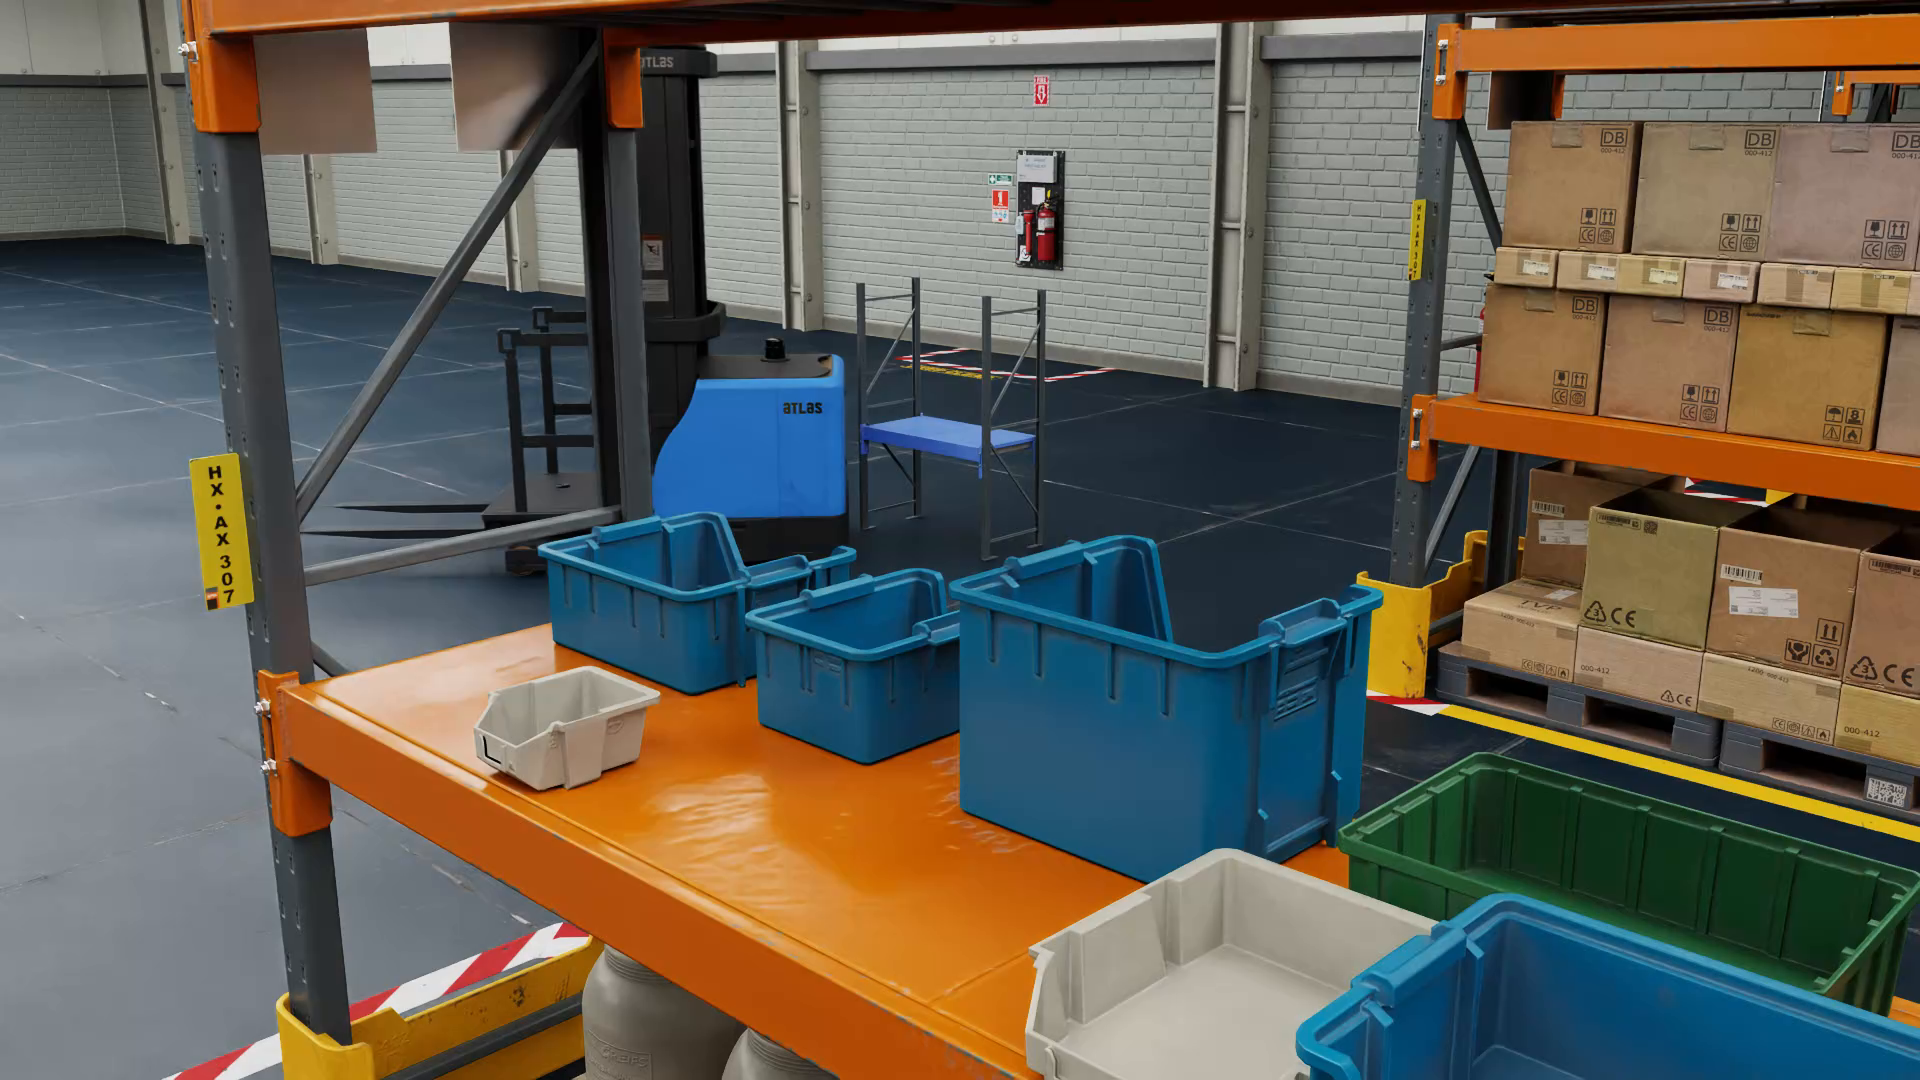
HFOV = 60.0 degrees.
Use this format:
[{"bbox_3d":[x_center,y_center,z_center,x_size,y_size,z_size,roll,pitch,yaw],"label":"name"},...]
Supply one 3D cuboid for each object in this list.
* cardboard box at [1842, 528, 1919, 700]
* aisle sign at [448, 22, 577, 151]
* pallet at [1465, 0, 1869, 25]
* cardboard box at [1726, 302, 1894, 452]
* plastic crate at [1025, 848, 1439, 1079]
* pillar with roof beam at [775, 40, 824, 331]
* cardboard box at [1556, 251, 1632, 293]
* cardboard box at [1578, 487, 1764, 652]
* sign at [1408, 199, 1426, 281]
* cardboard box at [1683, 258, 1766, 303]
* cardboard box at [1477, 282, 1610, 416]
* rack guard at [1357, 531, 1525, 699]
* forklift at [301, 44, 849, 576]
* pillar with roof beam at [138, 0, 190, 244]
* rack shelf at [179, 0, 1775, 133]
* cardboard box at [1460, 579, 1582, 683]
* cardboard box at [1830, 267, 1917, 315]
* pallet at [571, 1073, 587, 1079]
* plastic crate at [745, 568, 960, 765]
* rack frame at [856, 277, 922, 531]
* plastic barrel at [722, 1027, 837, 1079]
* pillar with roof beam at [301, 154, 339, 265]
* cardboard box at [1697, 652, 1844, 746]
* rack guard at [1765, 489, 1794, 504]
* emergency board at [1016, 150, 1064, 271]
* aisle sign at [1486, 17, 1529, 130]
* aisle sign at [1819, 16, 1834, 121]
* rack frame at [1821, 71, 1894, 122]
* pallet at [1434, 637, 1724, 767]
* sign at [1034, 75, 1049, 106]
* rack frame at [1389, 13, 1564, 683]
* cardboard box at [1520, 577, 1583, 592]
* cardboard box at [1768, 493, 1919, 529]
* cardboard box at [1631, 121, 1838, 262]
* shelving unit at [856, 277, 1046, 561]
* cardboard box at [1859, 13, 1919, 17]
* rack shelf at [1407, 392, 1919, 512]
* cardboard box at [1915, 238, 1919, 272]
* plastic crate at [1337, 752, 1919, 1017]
[{"bbox_3d":[3.584,0.281,6.036,0.500,0.500,0.500,14,20,42],"label":"cardboard box"},{"bbox_3d":[-1.012,-1.306,3.841,0.004,0.787,0.394,14,20,42],"label":"aisle sign"},{"bbox_3d":[2.765,-2.161,6.501,1.213,0.211,1.003,14,20,42],"label":"pallet"},{"bbox_3d":[3.336,-0.666,6.339,0.500,0.500,0.700,14,20,43],"label":"cardboard box"},{"bbox_3d":[0.368,0.608,2.174,0.437,0.136,0.530,14,20,42],"label":"plastic crate"},{"bbox_3d":[-4.813,-6.036,15.252,0.400,9.000,9.100,14,20,42],"label":"pillar with roof beam"},{"bbox_3d":[2.599,-1.089,6.678,0.250,0.149,0.380,13,19,41],"label":"cardboard box"},{"bbox_3d":[2.867,0.106,6.711,0.500,0.500,0.500,14,20,42],"label":"cardboard box"},{"bbox_3d":[1.885,-1.238,6.860,0.005,0.325,0.100,14,20,42],"label":"sign"},{"bbox_3d":[2.958,-1.001,6.338,0.250,0.149,0.380,13,20,41],"label":"cardboard box"},{"bbox_3d":[2.601,-0.845,7.026,0.500,0.500,0.700,14,20,42],"label":"cardboard box"},{"bbox_3d":[2.257,0.325,7.693,0.348,0.500,1.175,14,20,42],"label":"rack guard"},{"bbox_3d":[-2.167,-1.355,9.319,3.031,2.935,1.130,-1,15,-3],"label":"forklift"},{"bbox_3d":[-17.770,-9.187,27.342,0.400,9.000,9.100,14,20,42],"label":"pillar with roof beam"},{"bbox_3d":[0.273,-0.735,2.282,4.000,0.370,1.077,14,20,42],"label":"rack shelf"},{"bbox_3d":[2.506,0.381,7.140,0.500,0.250,0.500,14,20,42],"label":"cardboard box"},{"bbox_3d":[3.336,-0.910,5.990,0.250,0.149,0.380,13,20,41],"label":"cardboard box"},{"bbox_3d":[-0.498,1.515,3.697,1.213,0.211,1.003,14,20,42],"label":"pallet"},{"bbox_3d":[-0.135,0.238,3.364,0.408,0.251,0.499,14,20,42],"label":"plastic crate"},{"bbox_3d":[-0.427,-0.830,10.142,0.032,1.500,0.500,14,20,42],"label":"rack frame"},{"bbox_3d":[-0.279,1.208,3.449,0.421,0.512,0.421,0,15,0],"label":"plastic barrel"},{"bbox_3d":[-13.451,-8.137,23.312,0.400,9.000,9.100,14,20,42],"label":"pillar with roof beam"},{"bbox_3d":[3.228,0.556,6.471,0.500,0.250,0.500,14,20,42],"label":"cardboard box"},{"bbox_3d":[5.764,-0.557,11.079,0.348,0.500,1.175,14,20,42],"label":"rack guard"},{"bbox_3d":[0.742,-3.304,16.664,0.643,1.169,0.194,14,20,42],"label":"emergency board"},{"bbox_3d":[2.431,-2.203,7.282,0.004,0.787,0.394,14,20,42],"label":"aisle sign"},{"bbox_3d":[5.450,-2.996,10.326,0.004,0.787,0.394,14,20,42],"label":"aisle sign"},{"bbox_3d":[5.710,-1.780,10.815,0.127,3.000,1.000,14,20,42],"label":"rack frame"},{"bbox_3d":[2.854,0.595,7.228,1.213,0.211,1.003,14,20,42],"label":"pallet"},{"bbox_3d":[0.806,-4.445,16.446,0.199,0.298,0.001,14,20,42],"label":"sign"},{"bbox_3d":[2.274,-0.880,7.361,0.127,3.000,1.000,14,20,42],"label":"rack frame"},{"bbox_3d":[2.865,0.287,7.501,0.500,0.250,0.500,14,20,42],"label":"cardboard box"},{"bbox_3d":[3.597,0.096,6.746,0.500,0.500,0.500,14,20,42],"label":"cardboard box"},{"bbox_3d":[3.022,-1.372,6.478,0.500,0.500,0.700,13,19,41],"label":"cardboard box"},{"bbox_3d":[-0.061,-0.741,9.800,1.048,1.500,0.538,14,20,42],"label":"shelving unit"},{"bbox_3d":[5.777,-3.186,10.023,0.500,0.500,0.500,-14,20,-43],"label":"cardboard box"},{"bbox_3d":[3.714,-0.182,6.109,4.000,0.370,1.077,14,20,42],"label":"rack shelf"},{"bbox_3d":[3.746,-1.196,5.803,0.500,0.500,0.700,14,20,42],"label":"cardboard box"},{"bbox_3d":[0.931,0.532,2.362,0.662,0.188,0.450,14,20,42],"label":"plastic crate"}]
